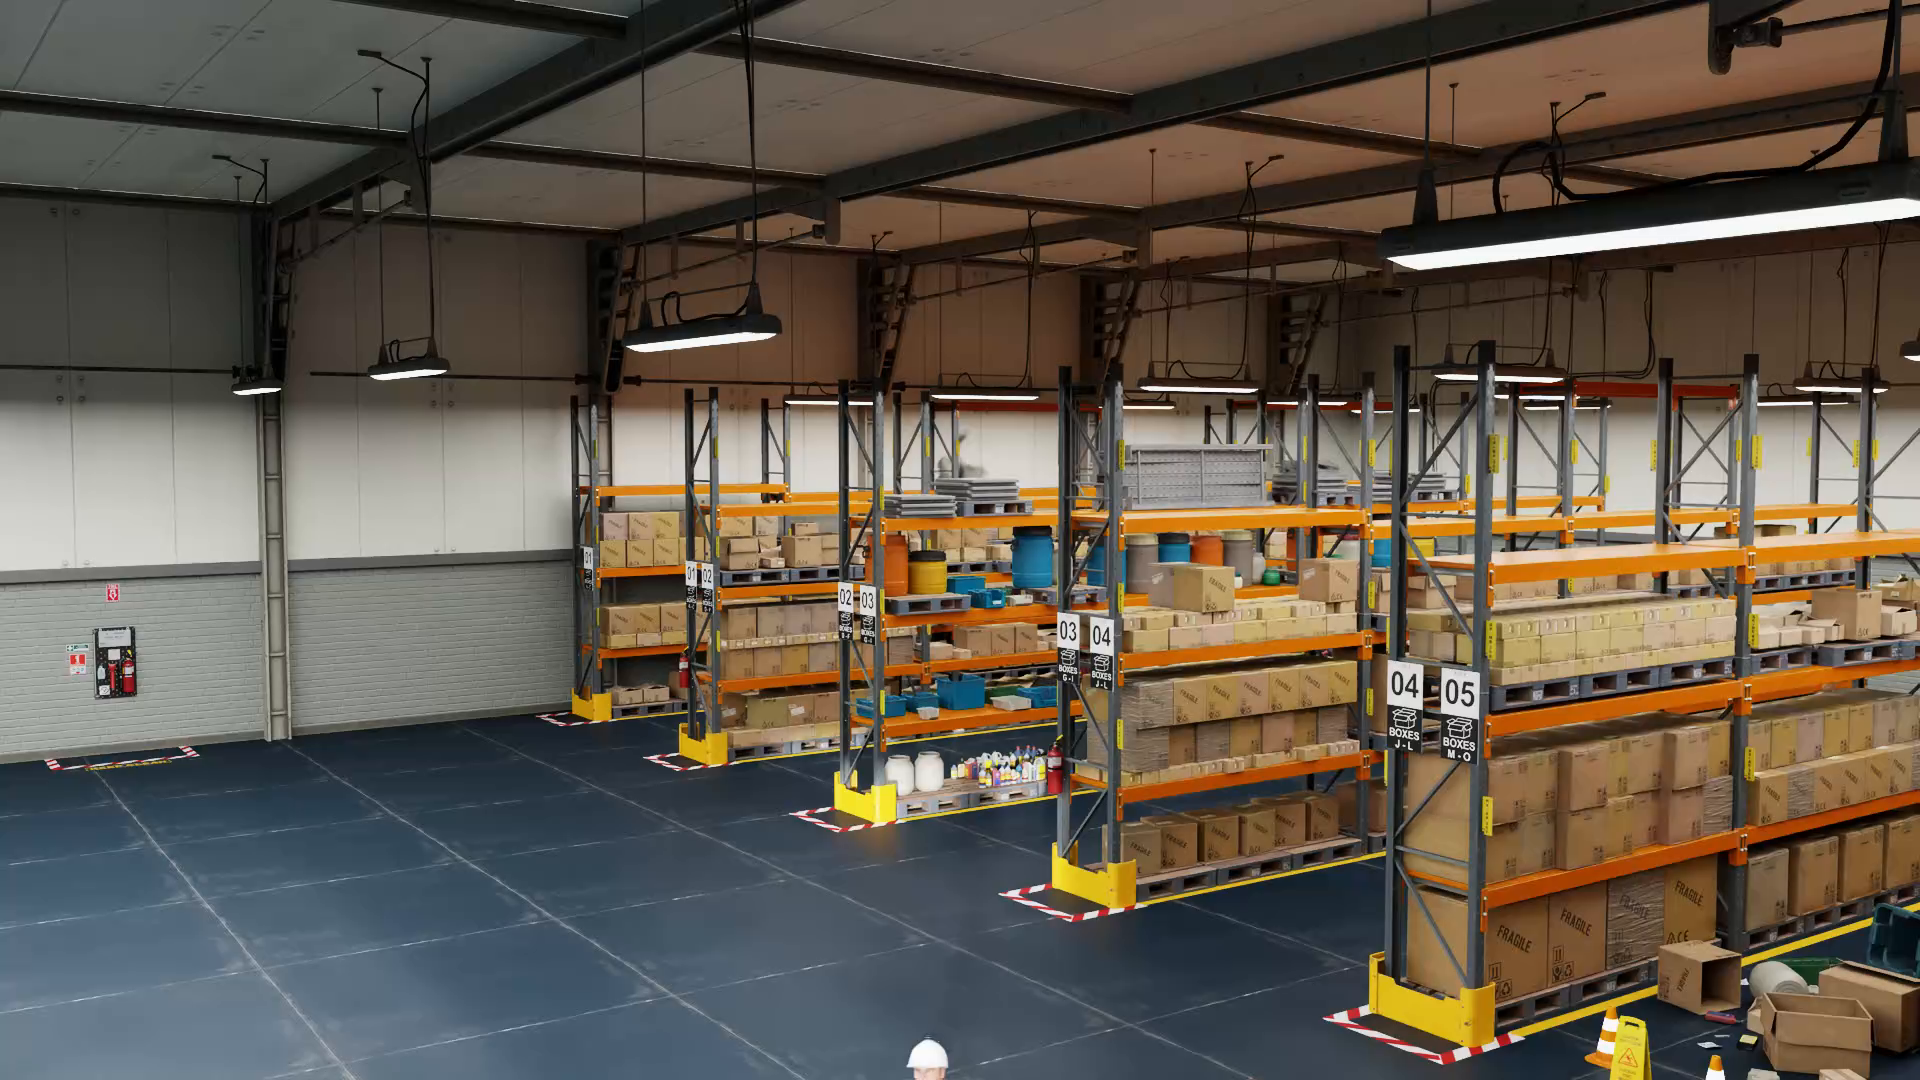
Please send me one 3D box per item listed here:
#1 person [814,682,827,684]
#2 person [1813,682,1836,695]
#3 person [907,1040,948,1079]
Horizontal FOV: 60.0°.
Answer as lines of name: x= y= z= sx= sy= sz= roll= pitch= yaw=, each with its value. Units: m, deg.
person: x=-2.426 y=2.470 z=30.363 sx=0.684 sy=1.732 sz=0.594 roll=3 pitch=4 yaw=39
person: x=12.634 y=2.827 z=24.281 sx=0.639 sy=1.749 sz=0.684 roll=-3 pitch=4 yaw=-36
person: x=-0.149 y=3.731 z=9.378 sx=0.661 sy=1.809 sz=0.822 roll=1 pitch=3 yaw=10
